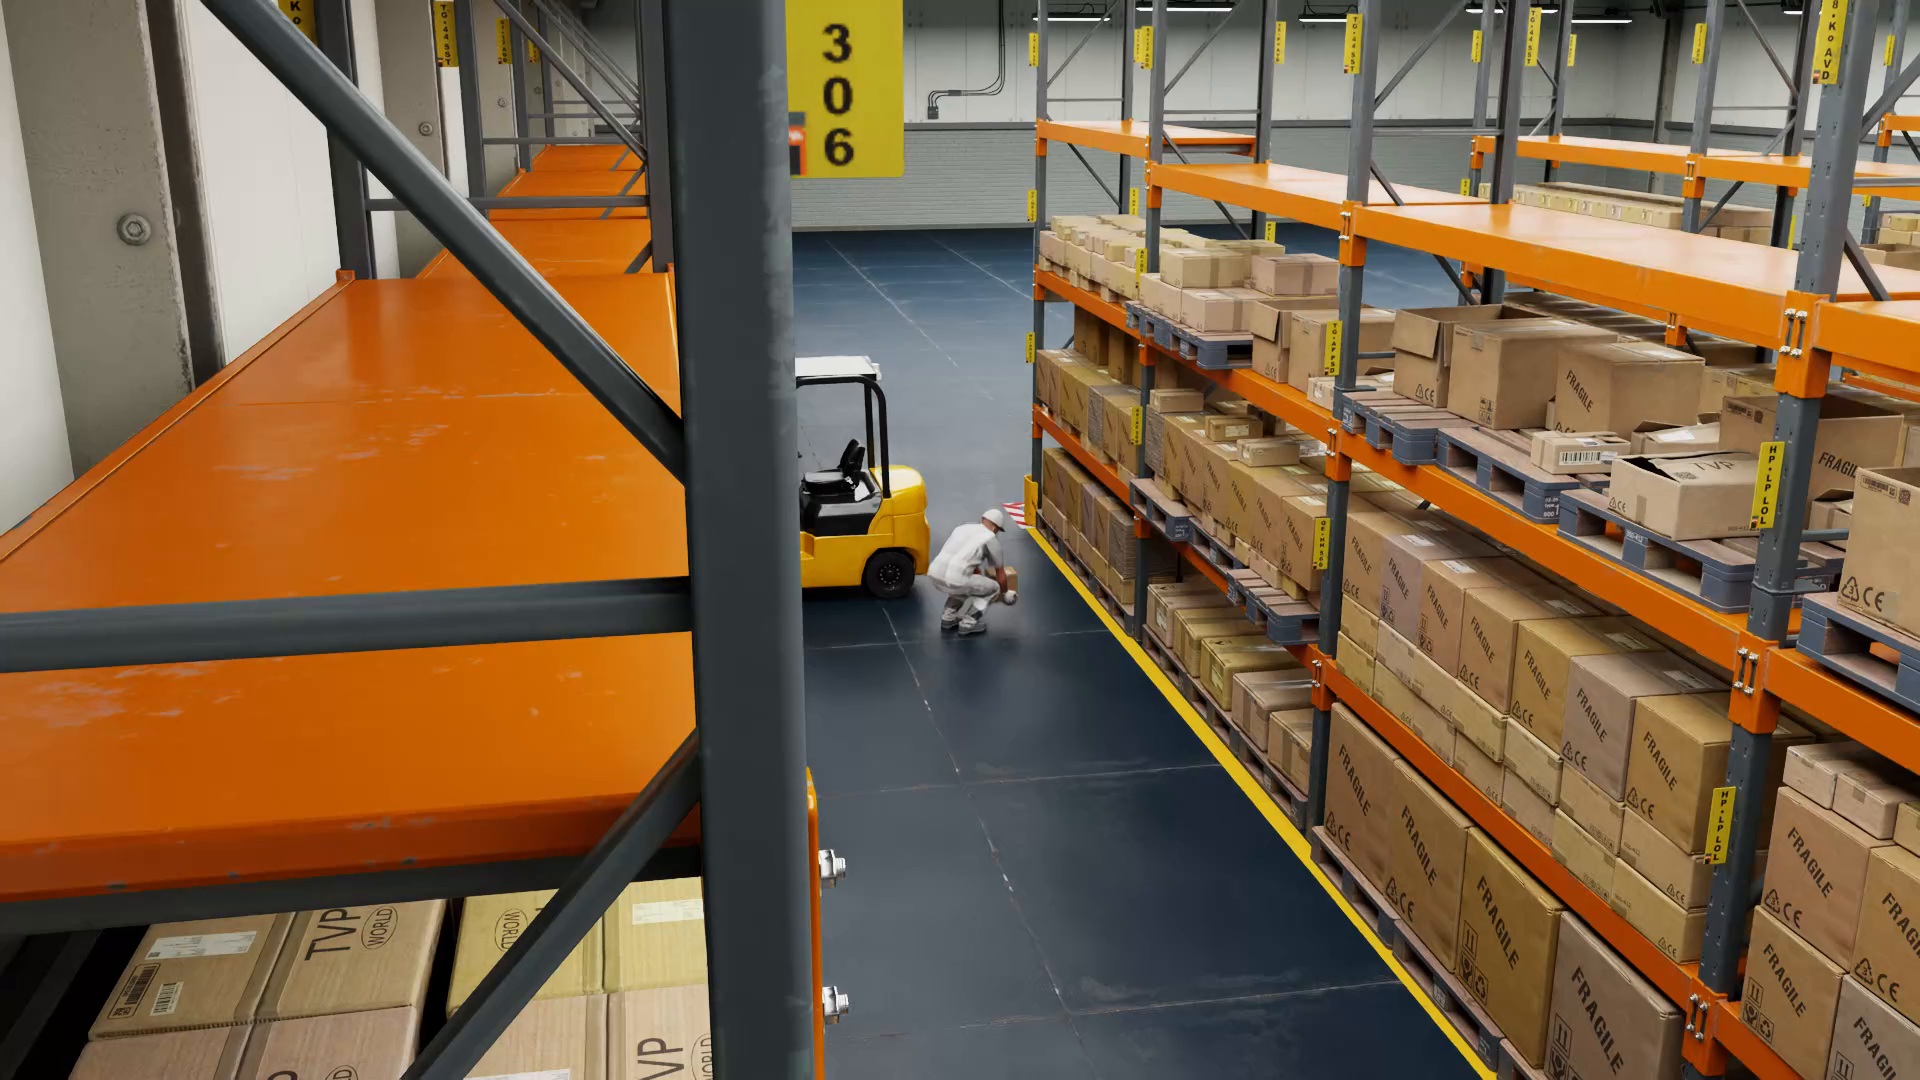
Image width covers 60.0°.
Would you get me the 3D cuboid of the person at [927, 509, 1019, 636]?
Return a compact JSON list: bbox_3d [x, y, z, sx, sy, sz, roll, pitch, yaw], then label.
[{"bbox_3d":[0.097,0.278,14.910,0.886,1.027,0.573,-13,21,-38],"label":"person"}]
